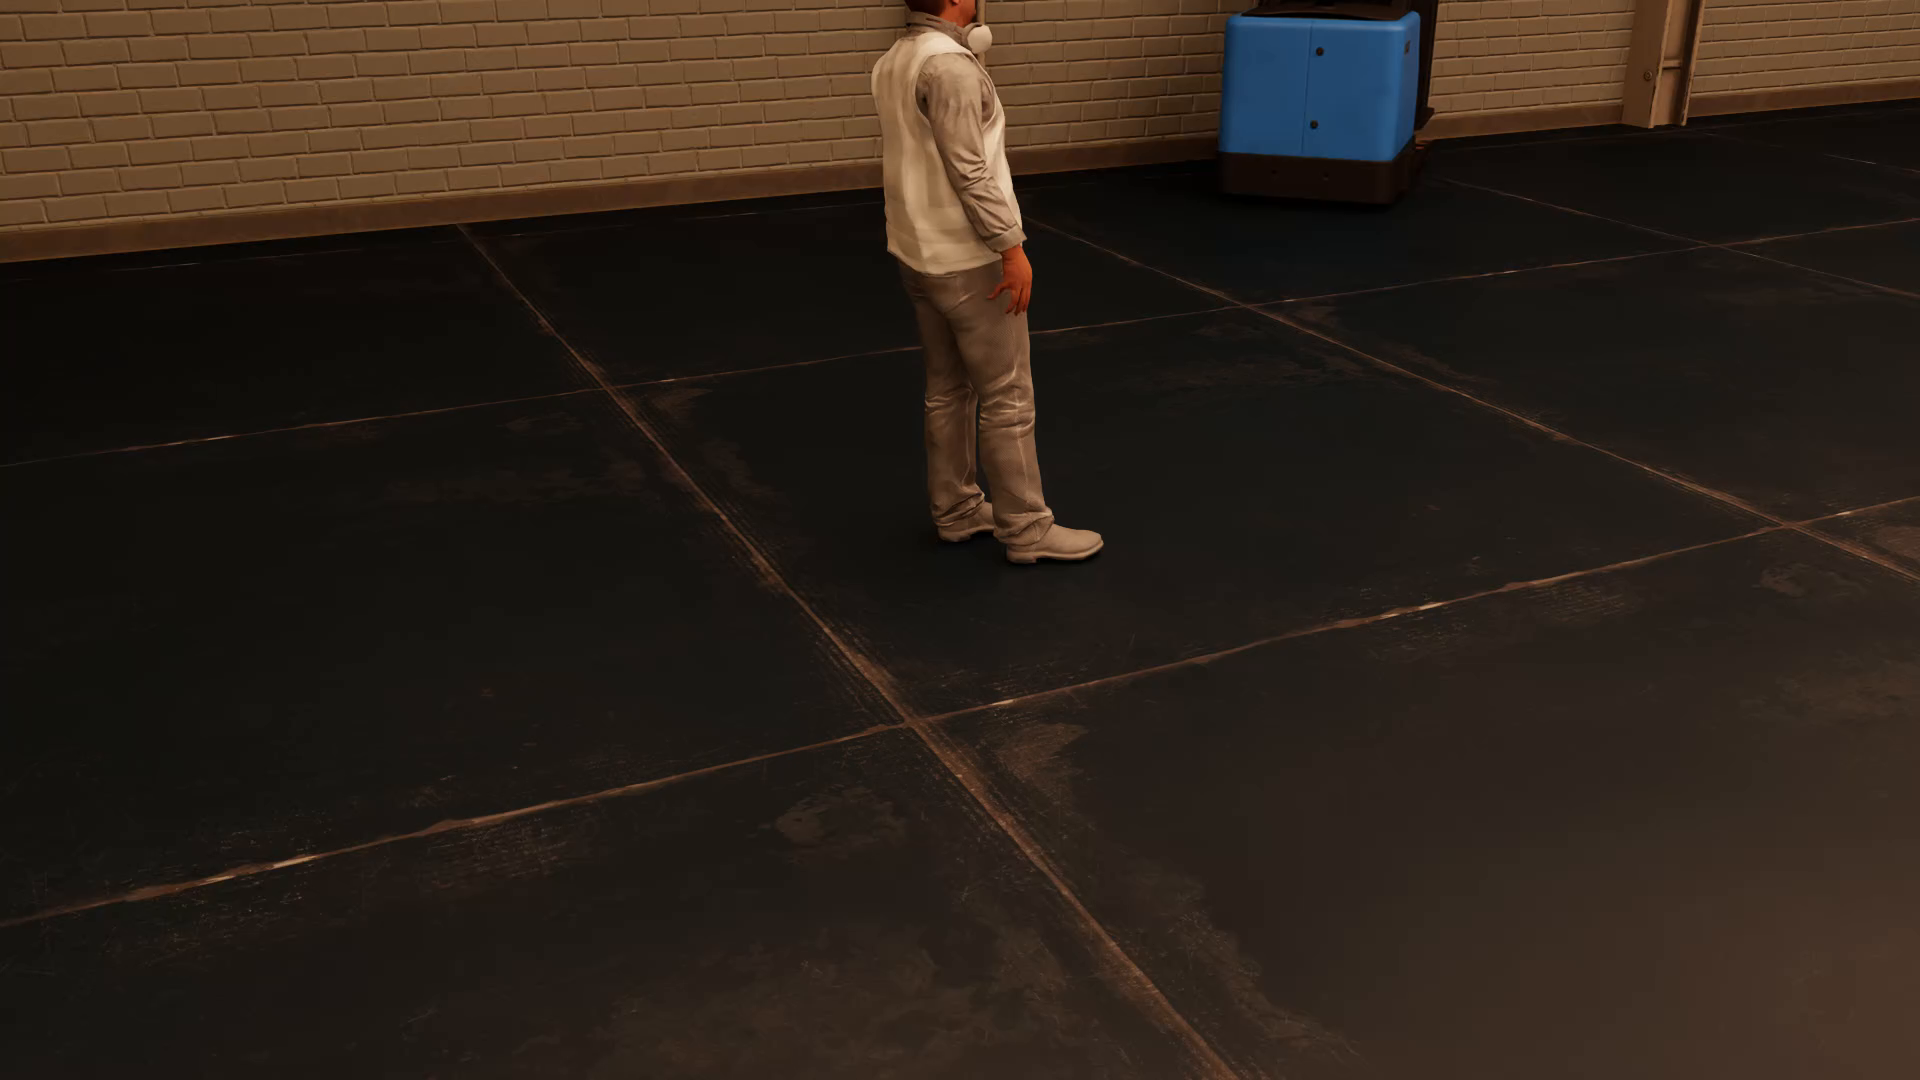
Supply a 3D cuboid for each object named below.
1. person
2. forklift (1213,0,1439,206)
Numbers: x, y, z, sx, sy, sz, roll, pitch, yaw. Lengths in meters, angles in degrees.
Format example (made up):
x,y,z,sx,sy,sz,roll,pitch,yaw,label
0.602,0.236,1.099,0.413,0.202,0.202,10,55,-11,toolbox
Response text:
x,y,z,sx,sy,sz,roll,pitch,yaw,label
0.059,-0.833,4.781,0.568,1.773,0.632,-10,25,-23,person
2.510,-3.826,10.496,1.130,2.935,3.031,8,24,19,forklift
